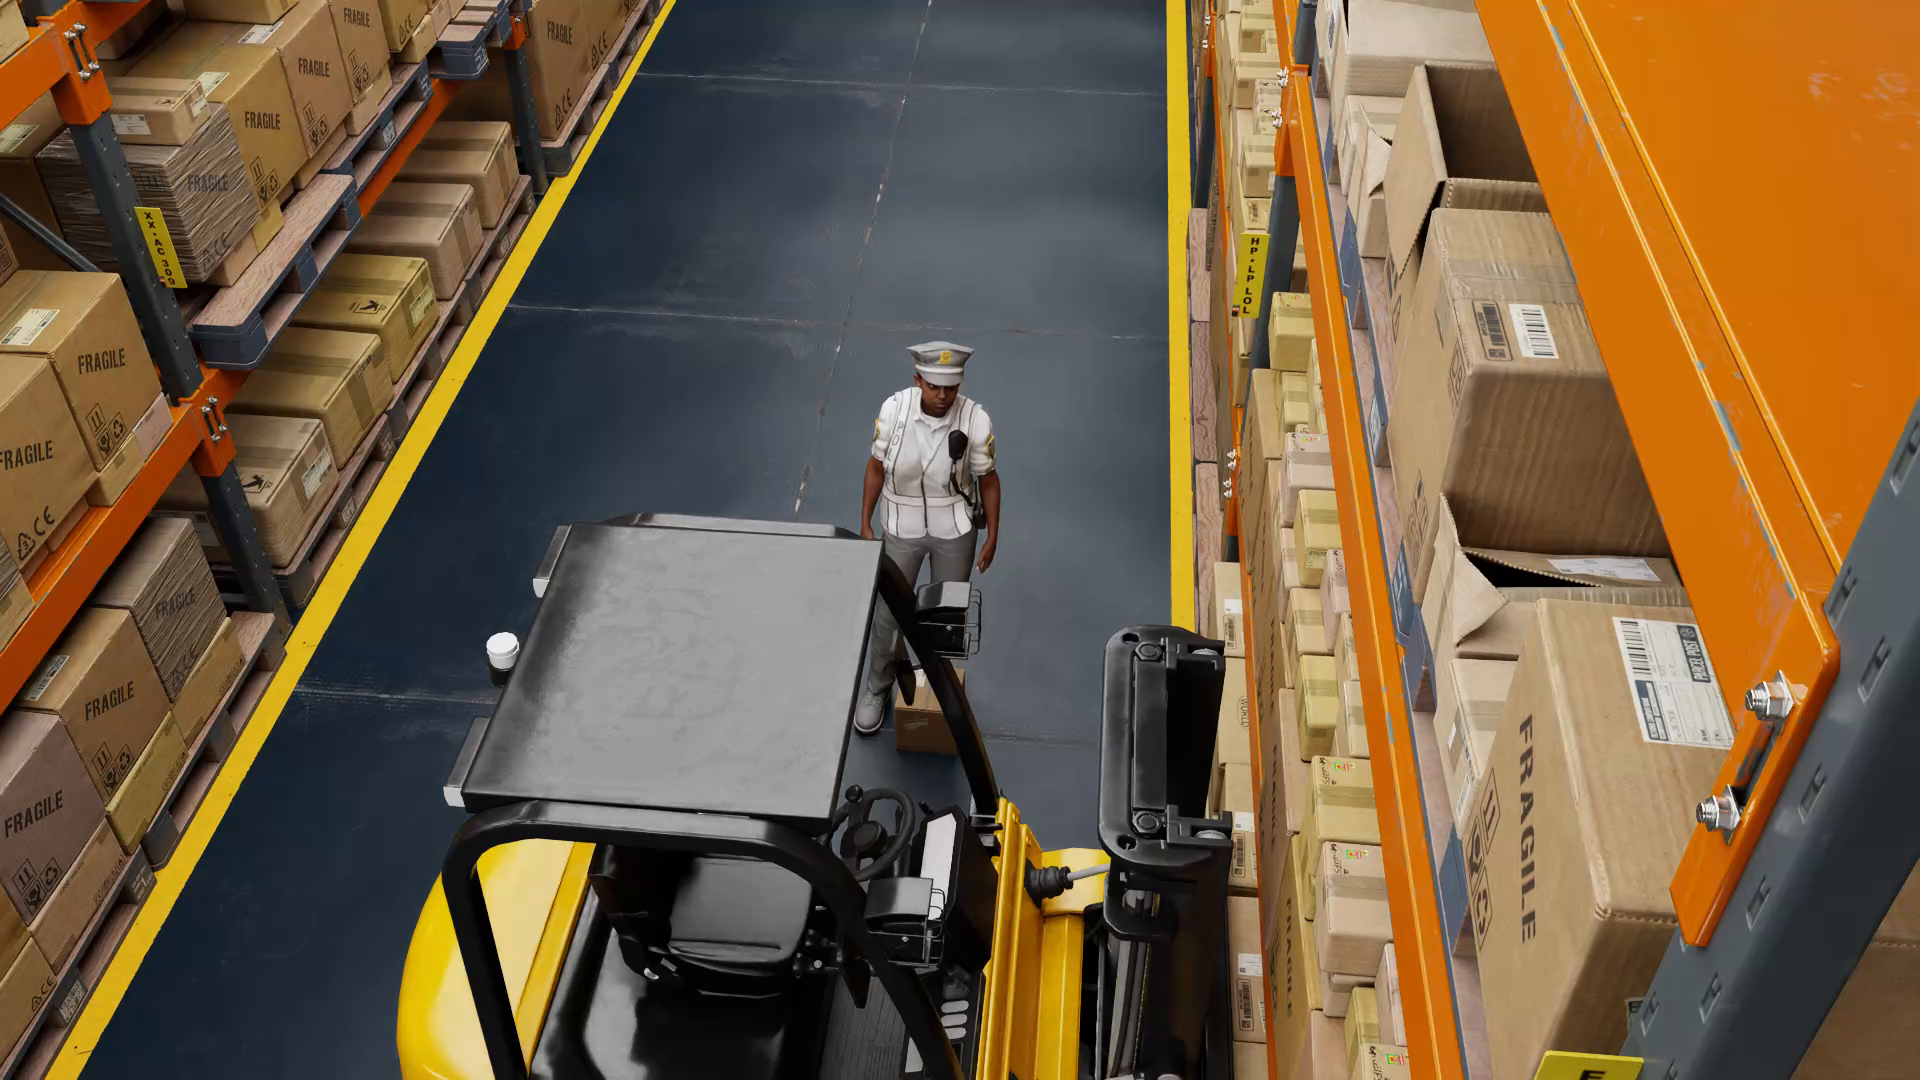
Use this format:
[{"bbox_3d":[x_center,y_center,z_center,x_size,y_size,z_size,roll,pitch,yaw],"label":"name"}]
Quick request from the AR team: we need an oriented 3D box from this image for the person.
[{"bbox_3d":[-0.136,-0.004,6.414,0.570,1.696,0.529,3,40,4],"label":"person"}]
